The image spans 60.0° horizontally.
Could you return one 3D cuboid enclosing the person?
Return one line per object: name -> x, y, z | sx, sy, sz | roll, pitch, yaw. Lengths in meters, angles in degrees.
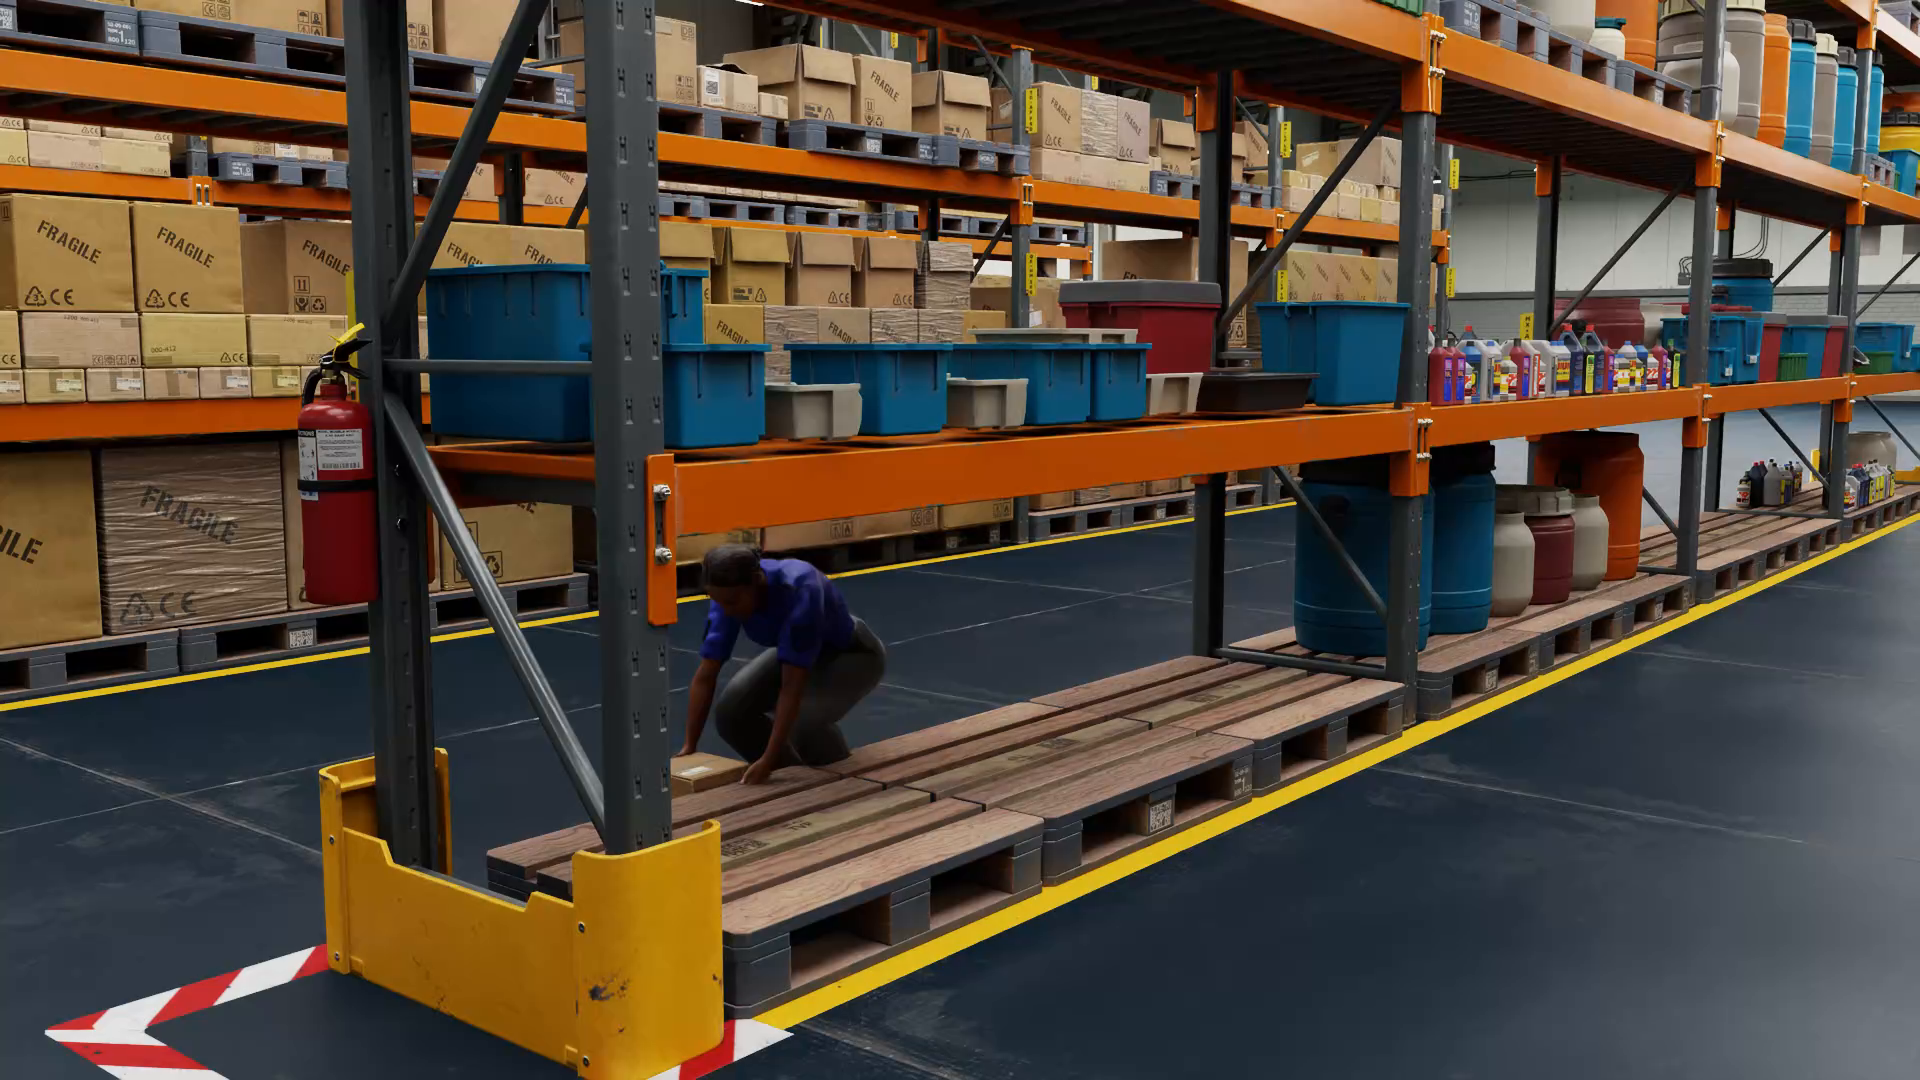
person -> -0.568, 0.452, 5.467 | 0.485, 0.954, 0.795 | 5, 9, 38
